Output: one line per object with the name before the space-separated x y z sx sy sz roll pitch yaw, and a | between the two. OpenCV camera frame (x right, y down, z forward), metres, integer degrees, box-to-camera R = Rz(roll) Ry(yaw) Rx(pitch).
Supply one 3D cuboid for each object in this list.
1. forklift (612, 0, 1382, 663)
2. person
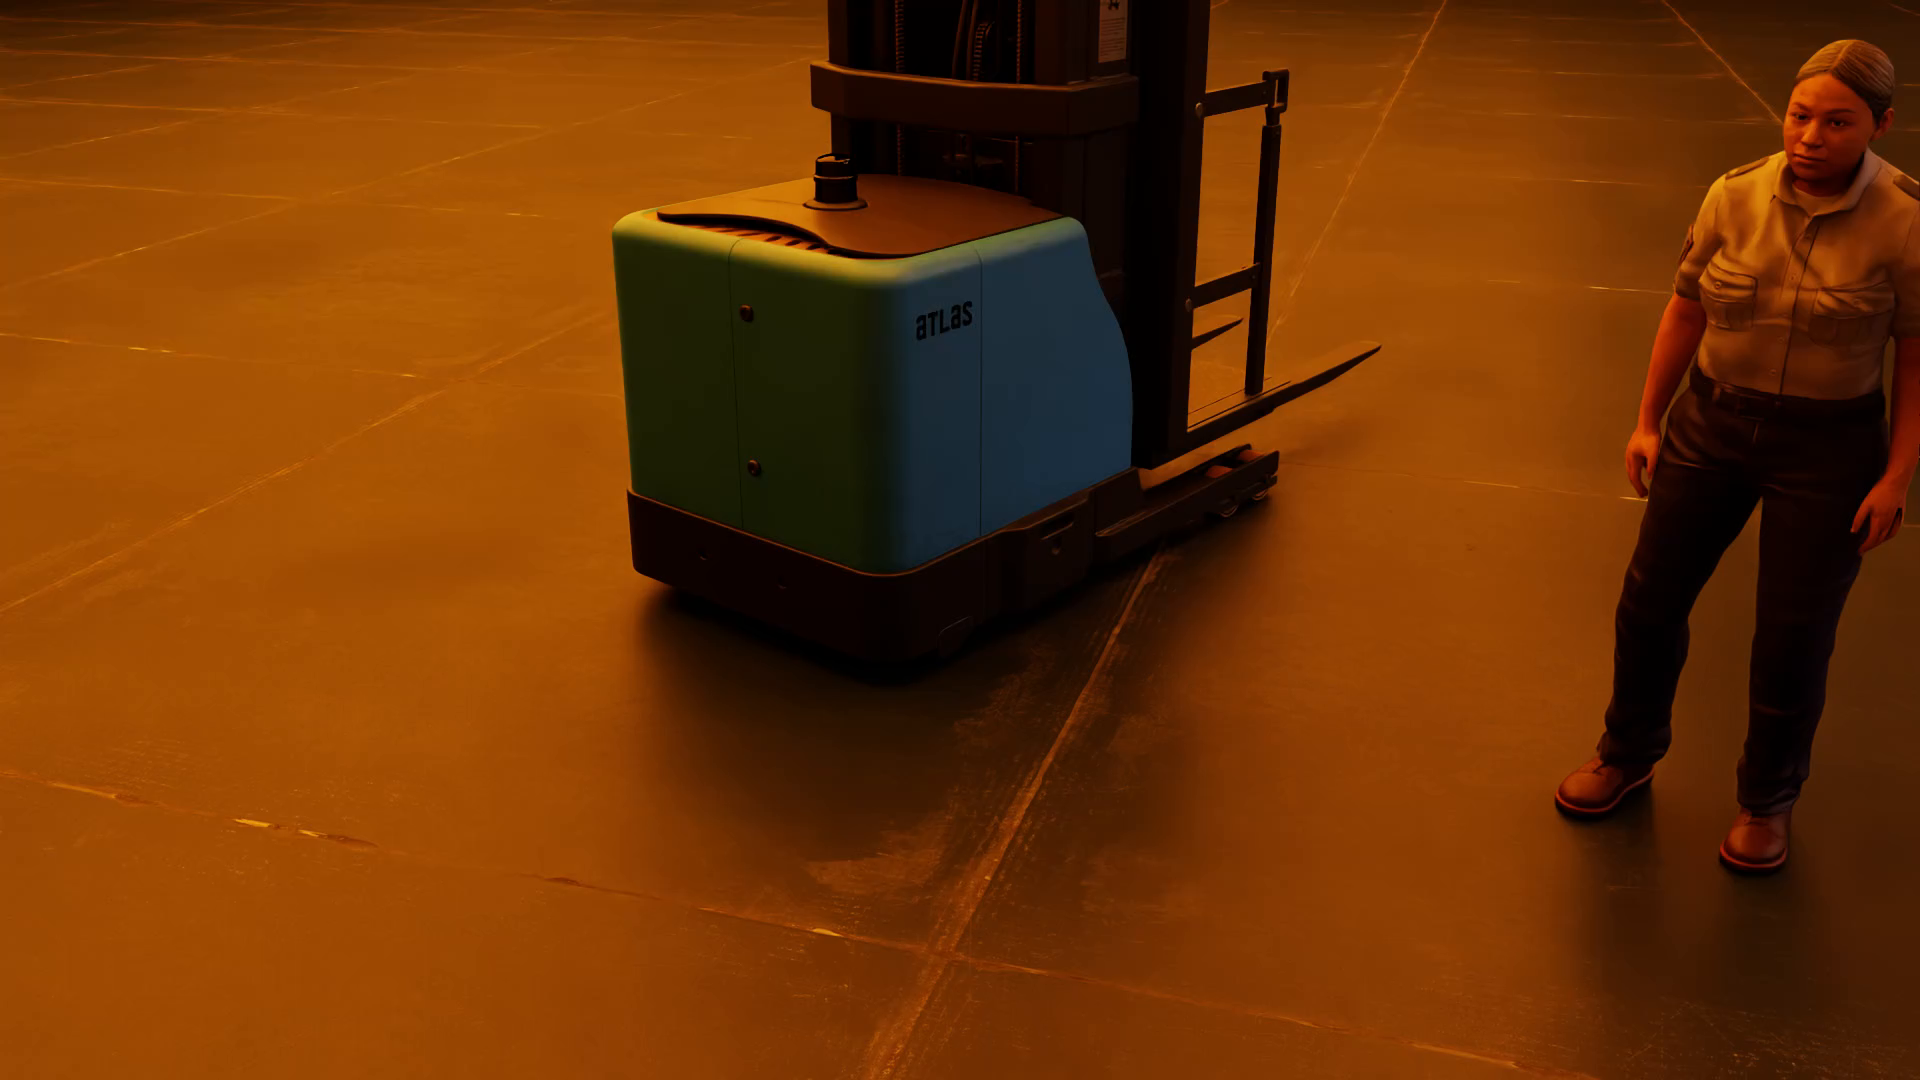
forklift | 0.389 -1.534 4.996 1.130 2.935 3.031 18 28 36
person | 1.618 -0.154 3.335 0.538 1.650 0.380 19 29 38
